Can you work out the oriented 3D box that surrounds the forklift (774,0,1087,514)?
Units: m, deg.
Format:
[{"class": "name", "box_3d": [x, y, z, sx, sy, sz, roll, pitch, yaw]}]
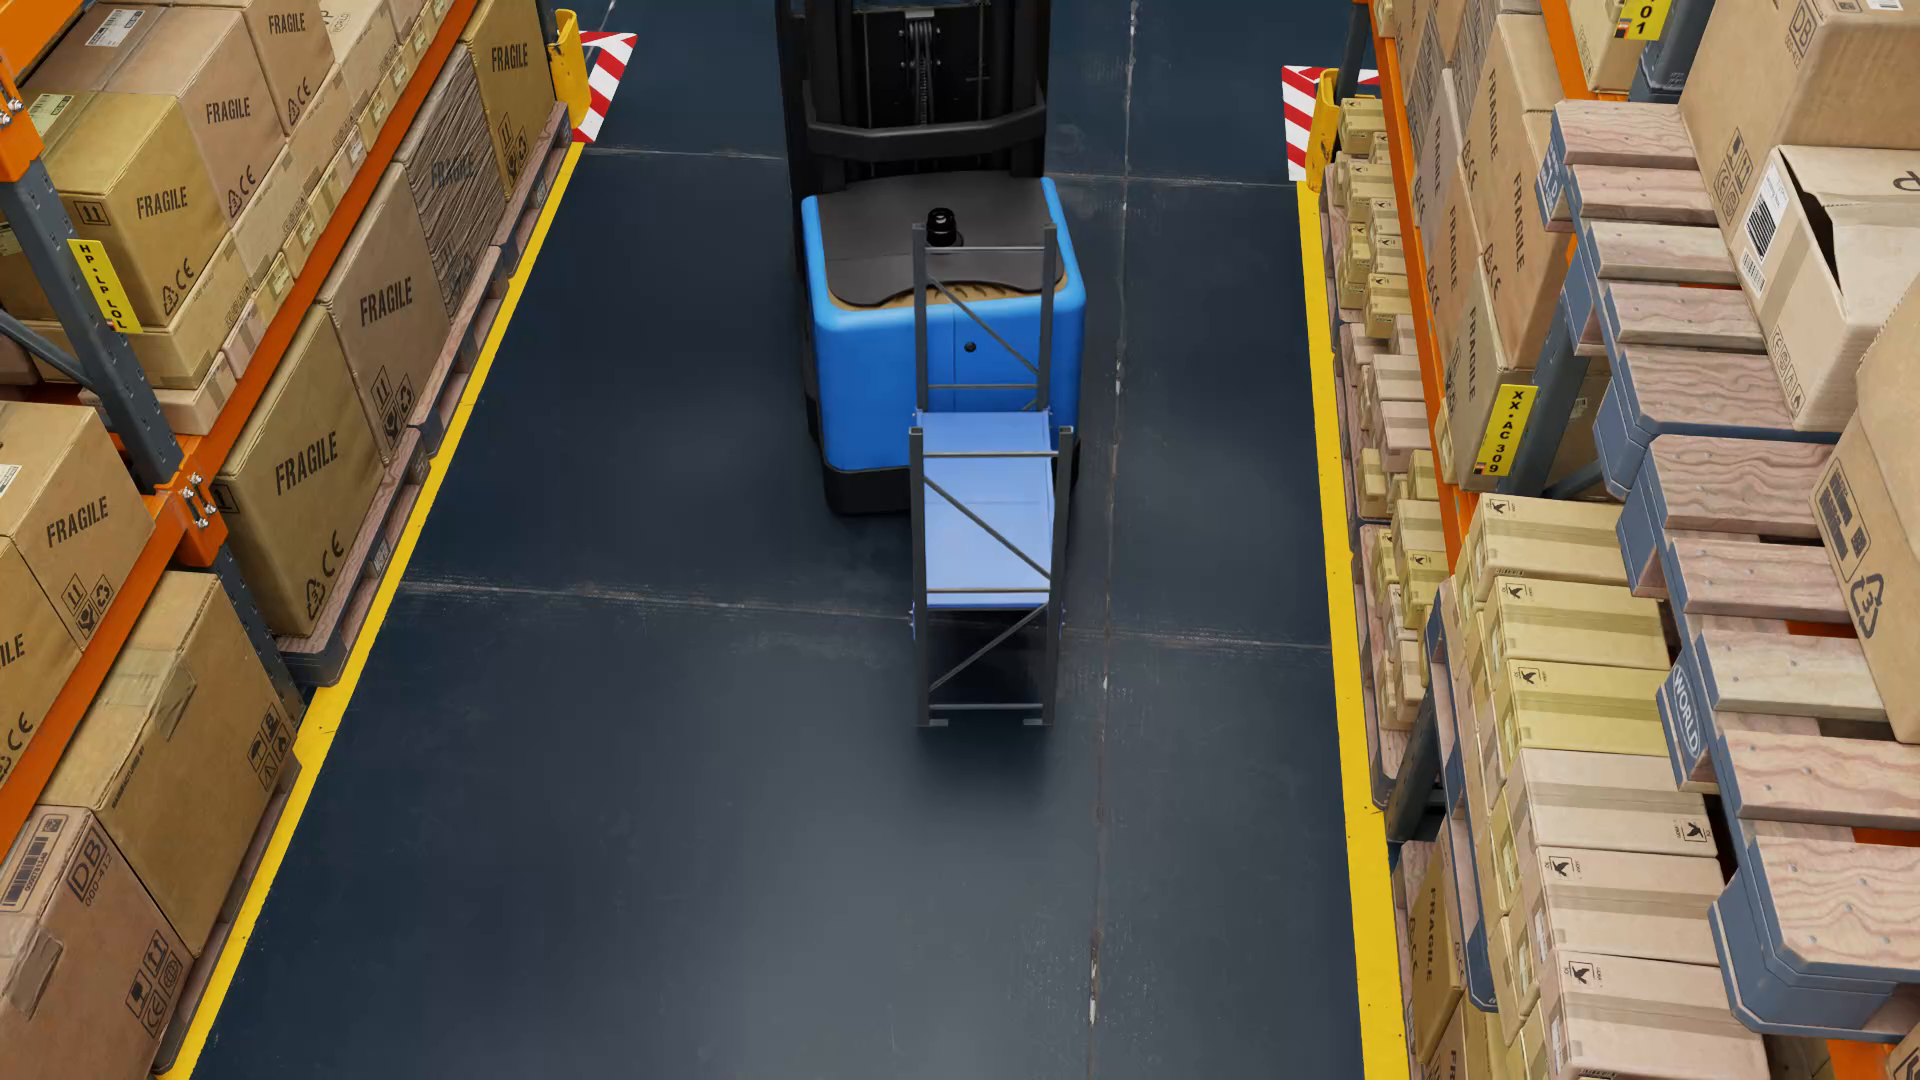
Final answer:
[{"class": "forklift", "box_3d": [-0.218, -2.194, 6.796, 1.130, 2.935, 3.031, -6, 48, -5]}]

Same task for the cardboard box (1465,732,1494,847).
[{"class": "cardboard box", "box_3d": [1.452, 0.623, 4.059, 0.380, 0.149, 0.250, 4, 48, 4]}]

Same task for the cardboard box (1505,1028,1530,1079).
[{"class": "cardboard box", "box_3d": [1.385, 1.196, 3.535, 0.380, 0.149, 0.250, 3, 48, 3]}]

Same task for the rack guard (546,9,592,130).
[{"class": "rack guard", "box_3d": [-2.571, -2.487, 8.712, 1.175, 0.500, 0.348, 4, 48, 4]}]

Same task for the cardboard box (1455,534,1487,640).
[{"class": "cardboard box", "box_3d": [1.498, 0.136, 4.303, 0.380, 0.149, 0.250, 5, 48, 4]}]

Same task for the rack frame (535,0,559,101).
[{"class": "rack frame", "box_3d": [-2.573, -3.313, 7.773, 1.000, 3.000, 0.127, 4, 48, 4]}]

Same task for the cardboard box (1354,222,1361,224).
[{"class": "cardboard box", "box_3d": [2.048, -1.523, 7.784, 0.380, 0.149, 0.250, 4, 48, 3]}]

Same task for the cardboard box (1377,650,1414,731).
[{"class": "cardboard box", "box_3d": [1.689, 0.544, 5.893, 0.380, 0.149, 0.250, 4, 48, 4]}]

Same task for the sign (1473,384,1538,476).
[{"class": "sign", "box_3d": [1.451, -0.289, 4.421, 0.100, 0.325, 0.005, 4, 48, 4]}]

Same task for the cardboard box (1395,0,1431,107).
[{"class": "cardboard box", "box_3d": [1.960, -1.974, 6.279, 0.500, 0.500, 0.500, 4, 48, 4]}]

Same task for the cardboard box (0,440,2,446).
[{"class": "cardboard box", "box_3d": [-2.988, -0.276, 4.248, 0.797, 0.503, 0.637, 3, 48, 3]}]

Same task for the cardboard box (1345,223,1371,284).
[{"class": "cardboard box", "box_3d": [1.907, -1.253, 7.335, 0.380, 0.149, 0.250, 5, 48, 5]}]

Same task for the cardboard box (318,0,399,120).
[{"class": "cardboard box", "box_3d": [-2.489, -1.859, 6.343, 0.500, 0.250, 0.500, 4, 48, 4]}]

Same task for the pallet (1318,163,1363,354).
[{"class": "pallet", "box_3d": [2.241, -1.313, 7.834, 1.003, 0.211, 1.213, 4, 48, 4]}]

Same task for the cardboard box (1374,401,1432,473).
[{"class": "cardboard box", "box_3d": [1.799, -0.389, 6.344, 0.380, 0.149, 0.250, 2, 48, 2]}]

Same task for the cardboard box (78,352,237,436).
[{"class": "cardboard box", "box_3d": [-2.580, -0.484, 5.356, 0.380, 0.149, 0.250, 4, 48, 4]}]

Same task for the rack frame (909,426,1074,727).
[{"class": "rack frame", "box_3d": [0.095, 0.172, 5.602, 0.500, 1.500, 0.032, 0, 48, 0]}]

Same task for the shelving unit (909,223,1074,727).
[{"class": "shelving unit", "box_3d": [0.090, -0.203, 5.945, 0.538, 1.500, 1.048, 0, 48, 0]}]

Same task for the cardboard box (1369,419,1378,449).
[{"class": "cardboard box", "box_3d": [1.874, -0.404, 6.760, 0.380, 0.149, 0.250, 5, 48, 4]}]

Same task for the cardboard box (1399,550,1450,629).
[{"class": "cardboard box", "box_3d": [1.749, 0.185, 5.819, 0.380, 0.149, 0.250, 4, 48, 4]}]

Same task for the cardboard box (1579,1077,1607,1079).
[{"class": "cardboard box", "box_3d": [1.360, 1.184, 3.143, 0.380, 0.149, 0.250, 5, 48, 5]}]

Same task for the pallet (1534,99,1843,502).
[{"class": "pallet", "box_3d": [1.830, -0.468, 3.266, 1.213, 0.211, 1.003, 4, 48, 4]}]

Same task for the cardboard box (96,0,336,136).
[{"class": "cardboard box", "box_3d": [-2.544, -1.755, 5.740, 0.500, 0.500, 0.500, 3, 48, 2]}]

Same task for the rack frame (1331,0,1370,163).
[{"class": "rack frame", "box_3d": [2.357, -2.905, 7.400, 1.000, 3.000, 0.127, 4, 48, 4]}]

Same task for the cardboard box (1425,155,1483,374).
[{"class": "cardboard box", "box_3d": [1.804, -0.856, 5.257, 0.500, 0.500, 0.500, 3, 48, 2]}]

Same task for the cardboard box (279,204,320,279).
[{"class": "cardboard box", "box_3d": [-2.510, -1.064, 5.886, 0.380, 0.149, 0.250, 3, 48, 2]}]

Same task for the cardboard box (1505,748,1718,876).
[{"class": "cardboard box", "box_3d": [1.428, 0.612, 3.666, 0.380, 0.149, 0.250, 3, 48, 3]}]

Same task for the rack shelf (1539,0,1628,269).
[{"class": "rack shelf", "box_3d": [2.175, -2.205, 5.215, 1.077, 0.370, 4.000, 4, 48, 4]}]

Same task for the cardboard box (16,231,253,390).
[{"class": "cardboard box", "box_3d": [-2.634, -0.751, 5.330, 0.500, 0.250, 0.500, 3, 48, 3]}]

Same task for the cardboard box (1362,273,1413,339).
[{"class": "cardboard box", "box_3d": [1.871, -0.955, 6.861, 0.380, 0.149, 0.250, 5, 48, 4]}]

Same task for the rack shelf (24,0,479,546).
[{"class": "rack shelf", "box_3d": [-2.756, -1.600, 6.694, 1.077, 0.370, 4.000, 4, 48, 4]}]

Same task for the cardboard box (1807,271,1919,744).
[{"class": "cardboard box", "box_3d": [1.721, -0.028, 2.382, 0.797, 0.503, 0.637, 3, 48, 3]}]

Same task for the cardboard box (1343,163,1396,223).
[{"class": "cardboard box", "box_3d": [1.915, -1.536, 7.392, 0.380, 0.149, 0.250, 4, 48, 3]}]

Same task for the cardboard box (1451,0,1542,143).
[{"class": "cardboard box", "box_3d": [1.868, -1.556, 5.220, 0.500, 0.500, 0.500, 5, 48, 5]}]

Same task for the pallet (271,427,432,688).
[{"class": "pallet", "box_3d": [-2.791, 0.014, 6.620, 1.003, 0.211, 1.213, 4, 48, 4]}]

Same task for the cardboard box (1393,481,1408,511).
[{"class": "cardboard box", "box_3d": [1.844, -0.074, 6.257, 0.380, 0.149, 0.250, 4, 48, 4]}]

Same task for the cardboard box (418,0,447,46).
[{"class": "cardboard box", "box_3d": [-2.369, -2.194, 6.920, 0.380, 0.149, 0.250, 3, 48, 3]}]

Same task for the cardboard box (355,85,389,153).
[{"class": "cardboard box", "box_3d": [-2.439, -1.629, 6.404, 0.380, 0.149, 0.250, 3, 48, 2]}]

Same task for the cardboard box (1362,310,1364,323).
[{"class": "cardboard box", "box_3d": [1.971, -0.966, 7.274, 0.380, 0.149, 0.250, 4, 48, 4]}]

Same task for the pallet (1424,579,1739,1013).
[{"class": "pallet", "box_3d": [1.778, 0.651, 4.278, 1.003, 0.211, 1.213, 4, 48, 4]}]

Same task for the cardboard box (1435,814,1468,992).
[{"class": "cardboard box", "box_3d": [1.662, 1.008, 4.722, 0.500, 0.250, 0.500, 2, 48, 2]}]

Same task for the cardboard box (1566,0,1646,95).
[{"class": "cardboard box", "box_3d": [1.768, -1.306, 4.007, 0.500, 0.250, 0.500, 5, 48, 4]}]

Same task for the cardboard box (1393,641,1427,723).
[{"class": "cardboard box", "box_3d": [1.704, 0.502, 5.730, 0.380, 0.149, 0.250, 5, 48, 4]}]

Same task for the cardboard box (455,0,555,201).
[{"class": "cardboard box", "box_3d": [-2.552, -2.262, 7.967, 0.875, 0.875, 0.875, 4, 48, 4]}]

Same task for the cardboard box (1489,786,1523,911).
[{"class": "cardboard box", "box_3d": [1.430, 0.707, 3.781, 0.380, 0.149, 0.250, 2, 48, 2]}]

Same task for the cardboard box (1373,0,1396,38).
[{"class": "cardboard box", "box_3d": [1.941, -2.220, 6.944, 0.380, 0.149, 0.250, 3, 48, 2]}]

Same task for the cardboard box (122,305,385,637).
[{"class": "cardboard box", "box_3d": [-2.798, -0.278, 6.152, 0.875, 0.875, 0.875, 4, 48, 4]}]

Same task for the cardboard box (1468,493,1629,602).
[{"class": "cardboard box", "box_3d": [1.498, 0.035, 4.193, 0.380, 0.149, 0.250, 6, 48, 6]}]

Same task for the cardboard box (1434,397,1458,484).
[{"class": "cardboard box", "box_3d": [1.700, -0.303, 5.191, 0.380, 0.149, 0.250, 3, 48, 2]}]

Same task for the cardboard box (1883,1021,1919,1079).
[{"class": "cardboard box", "box_3d": [1.509, 0.755, 1.952, 0.500, 0.500, 0.500, 4, 48, 4]}]
